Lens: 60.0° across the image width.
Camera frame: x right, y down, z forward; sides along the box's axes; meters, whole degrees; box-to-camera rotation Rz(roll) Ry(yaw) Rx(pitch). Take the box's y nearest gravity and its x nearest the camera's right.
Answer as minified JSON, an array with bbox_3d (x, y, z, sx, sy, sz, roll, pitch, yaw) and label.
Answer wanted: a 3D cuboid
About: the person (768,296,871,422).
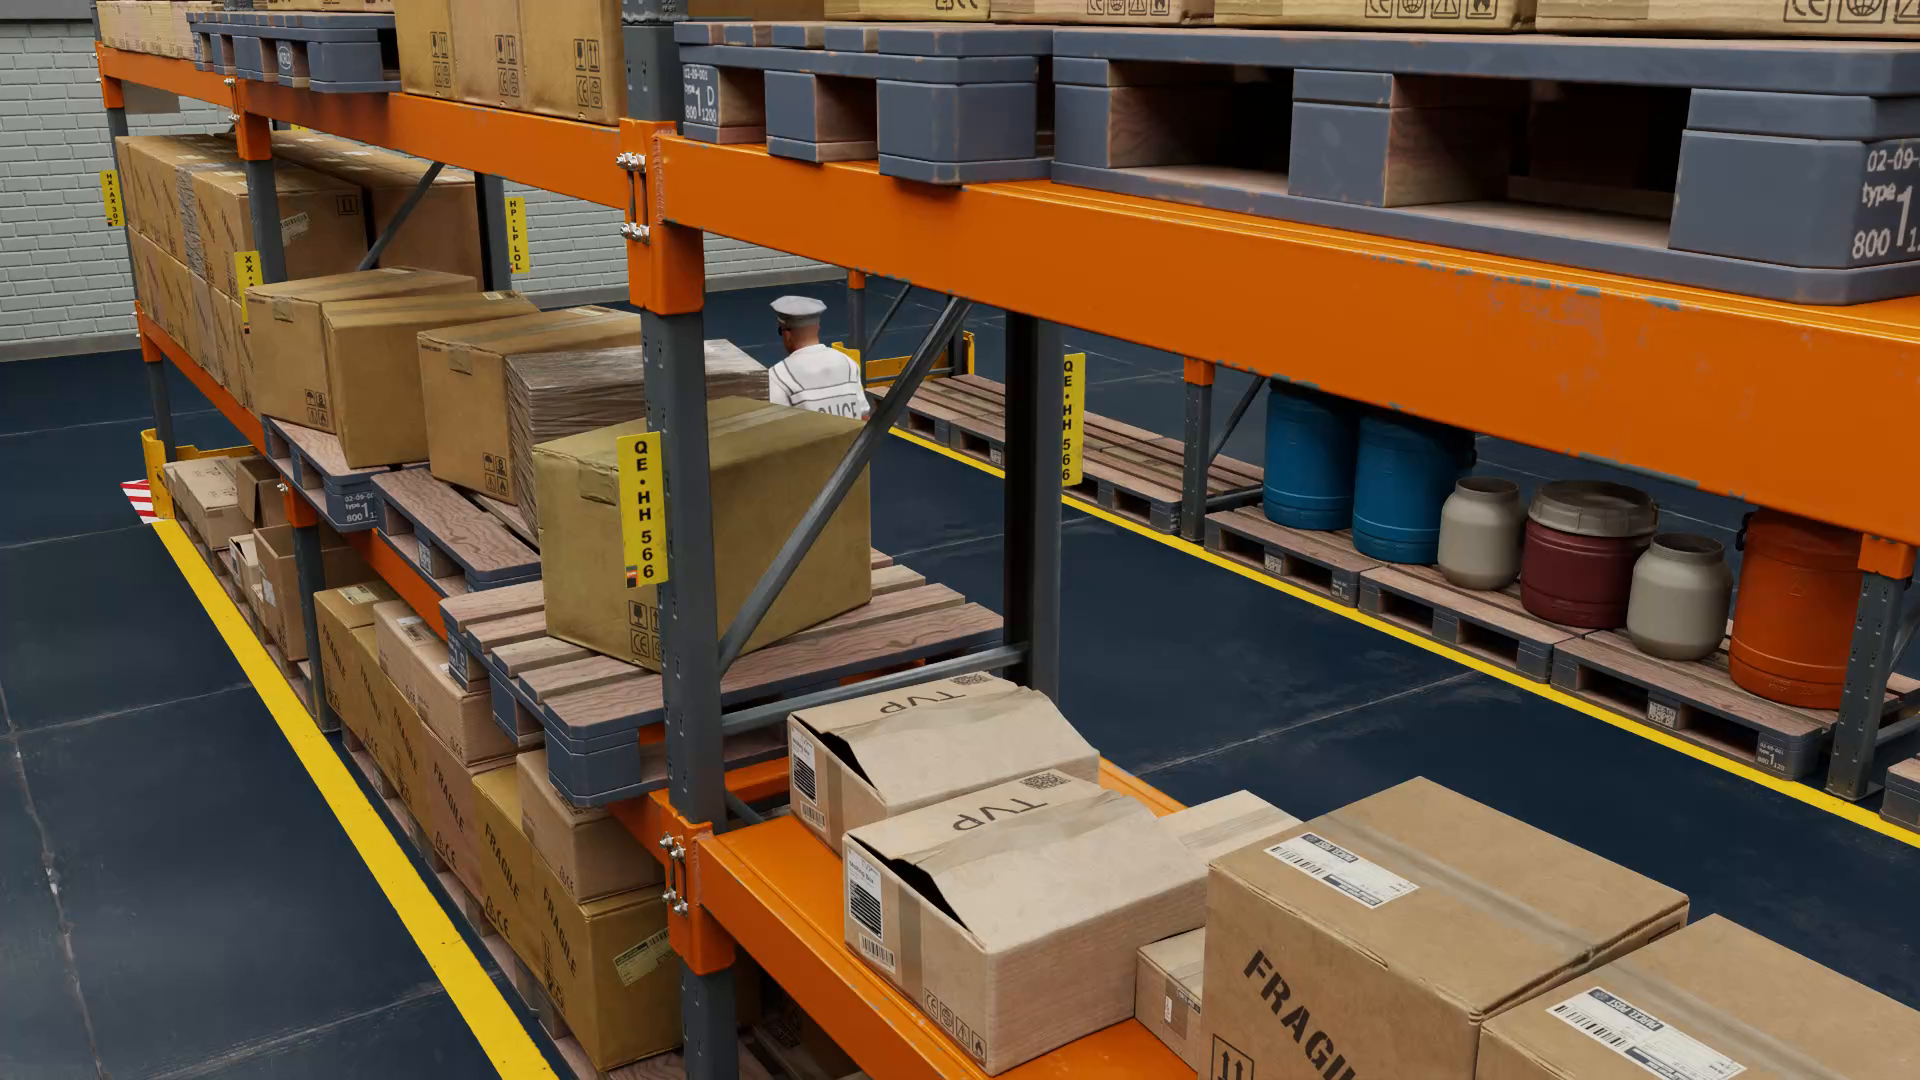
[{"bbox_3d":[-0.670,-0.256,7.831,0.600,1.749,0.429,-12,22,-33],"label":"person"}]
